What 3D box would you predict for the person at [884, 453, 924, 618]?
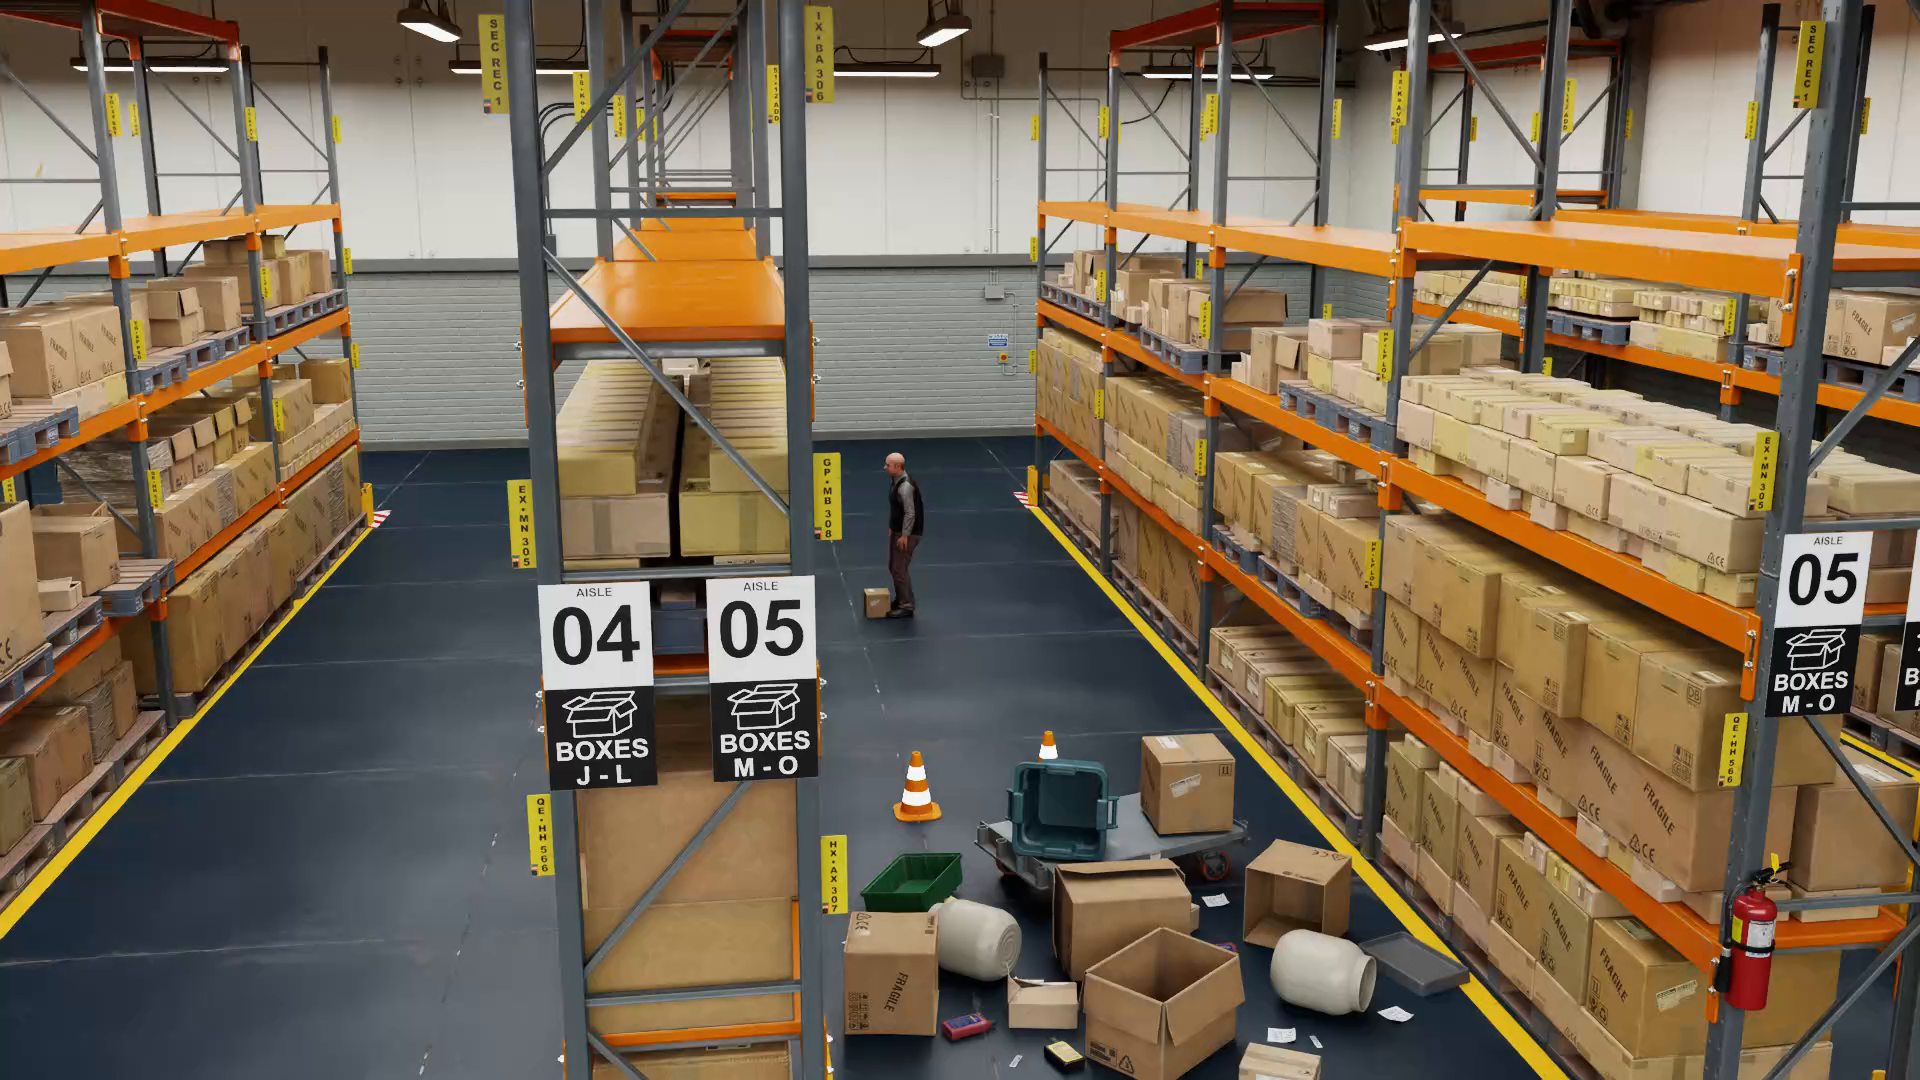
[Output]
[{"bbox_3d":[-0.595,-0.066,17.325,0.426,1.720,0.592,-3,13,-12],"label":"person"}]
